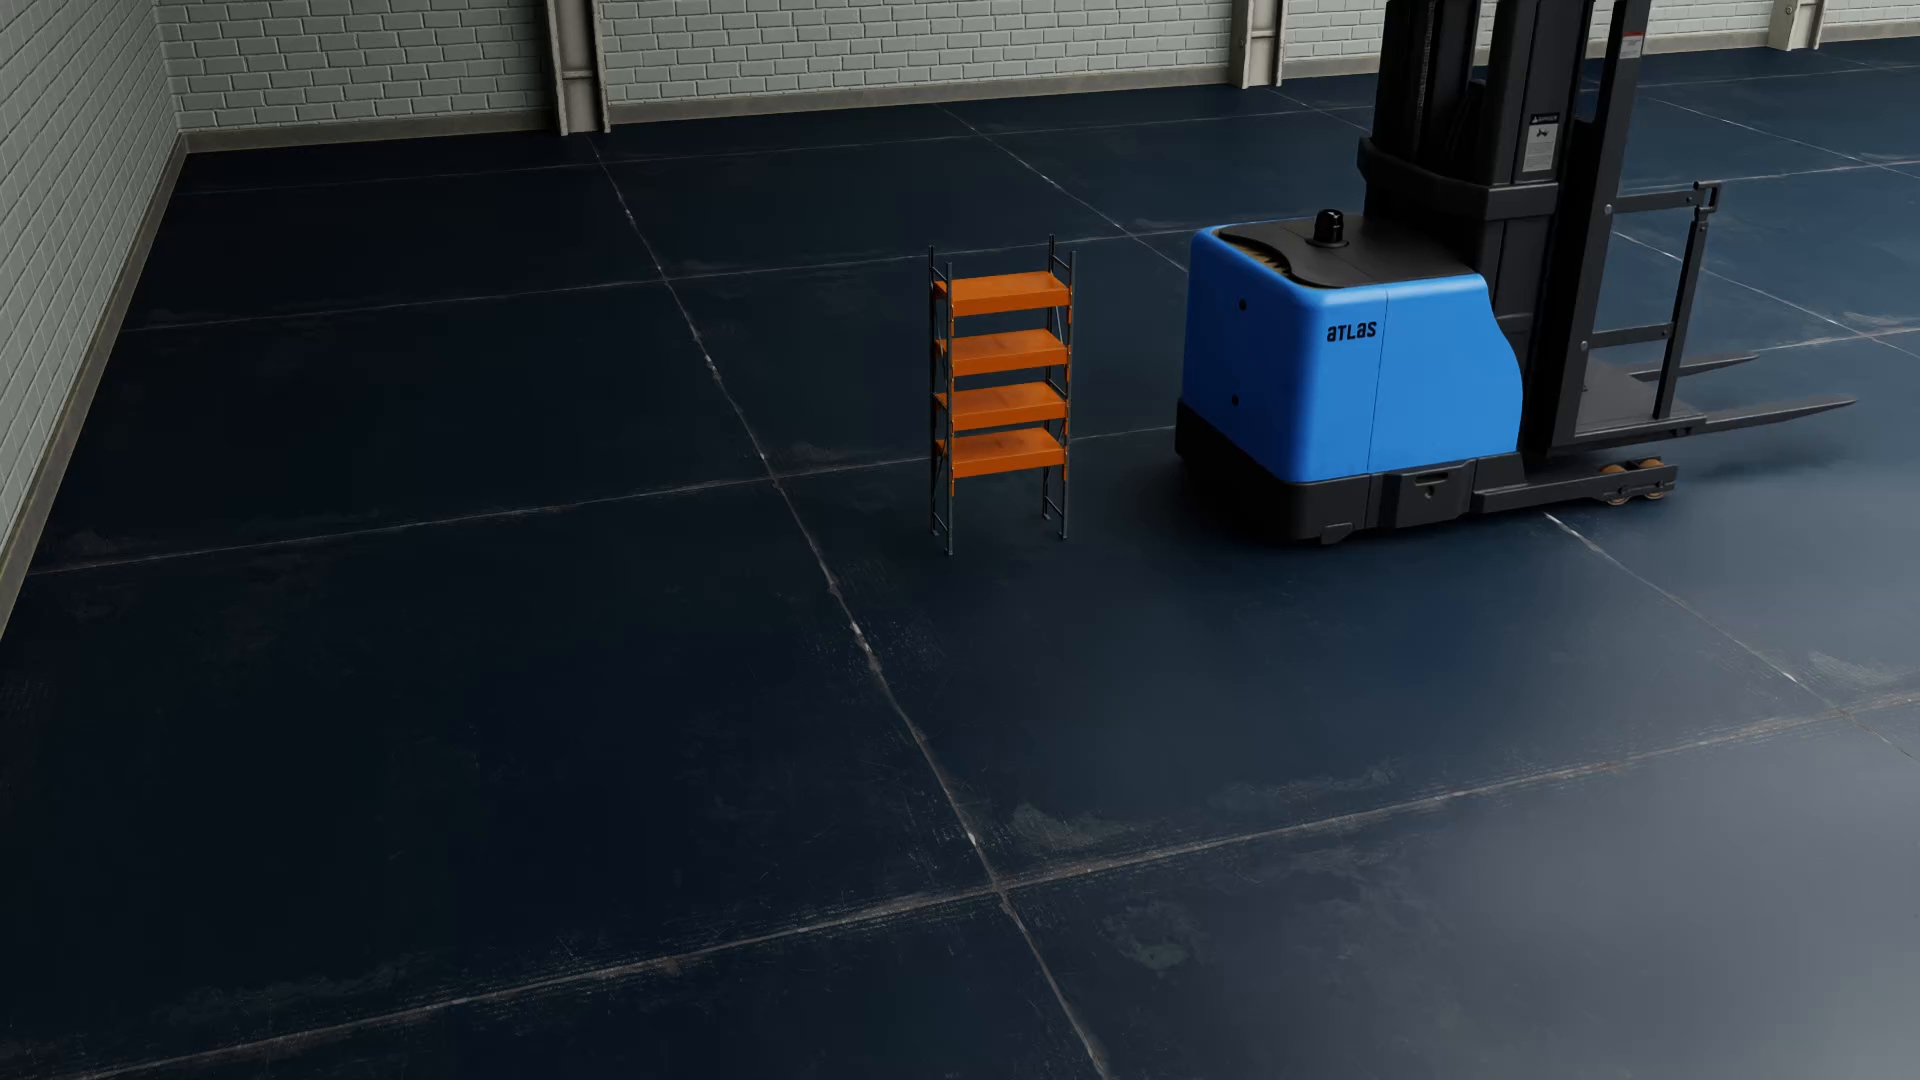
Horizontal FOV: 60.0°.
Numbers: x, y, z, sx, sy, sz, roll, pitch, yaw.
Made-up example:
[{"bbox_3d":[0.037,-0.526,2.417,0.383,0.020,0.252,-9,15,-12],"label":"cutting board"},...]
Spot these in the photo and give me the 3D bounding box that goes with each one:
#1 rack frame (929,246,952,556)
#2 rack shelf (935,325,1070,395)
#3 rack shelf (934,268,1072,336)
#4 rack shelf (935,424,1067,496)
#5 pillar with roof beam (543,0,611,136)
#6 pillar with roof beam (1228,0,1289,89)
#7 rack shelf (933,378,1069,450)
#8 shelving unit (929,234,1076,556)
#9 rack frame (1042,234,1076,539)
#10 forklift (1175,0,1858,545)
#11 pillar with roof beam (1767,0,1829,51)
[{"bbox_3d":[-0.075,-0.527,6.461,0.015,1.200,0.240,-8,28,-16],"label":"rack frame"},{"bbox_3d":[0.157,-0.700,6.460,0.480,0.148,0.258,-8,28,-16],"label":"rack shelf"},{"bbox_3d":[0.157,-0.912,6.354,0.480,0.148,0.258,-8,28,-16],"label":"rack shelf"},{"bbox_3d":[0.157,-0.322,6.647,0.480,0.148,0.258,-8,28,-16],"label":"rack shelf"},{"bbox_3d":[-1.705,-5.521,7.751,0.400,9.000,9.100,-8,28,-16],"label":"pillar with roof beam"},{"bbox_3d":[4.000,-6.347,9.415,0.400,9.000,9.100,-8,28,-16],"label":"pillar with roof beam"},{"bbox_3d":[0.157,-0.500,6.559,0.480,0.148,0.258,-8,28,-16],"label":"rack shelf"},{"bbox_3d":[0.157,-0.560,6.529,0.503,1.200,0.258,-8,28,-16],"label":"shelving unit"},{"bbox_3d":[0.389,-0.594,6.597,0.015,1.200,0.240,-8,28,-16],"label":"rack frame"},{"bbox_3d":[2.529,-1.673,6.823,3.031,2.935,1.130,-9,28,-17],"label":"forklift"},{"bbox_3d":[9.705,-7.173,11.079,0.400,9.000,9.100,-8,28,-16],"label":"pillar with roof beam"}]
